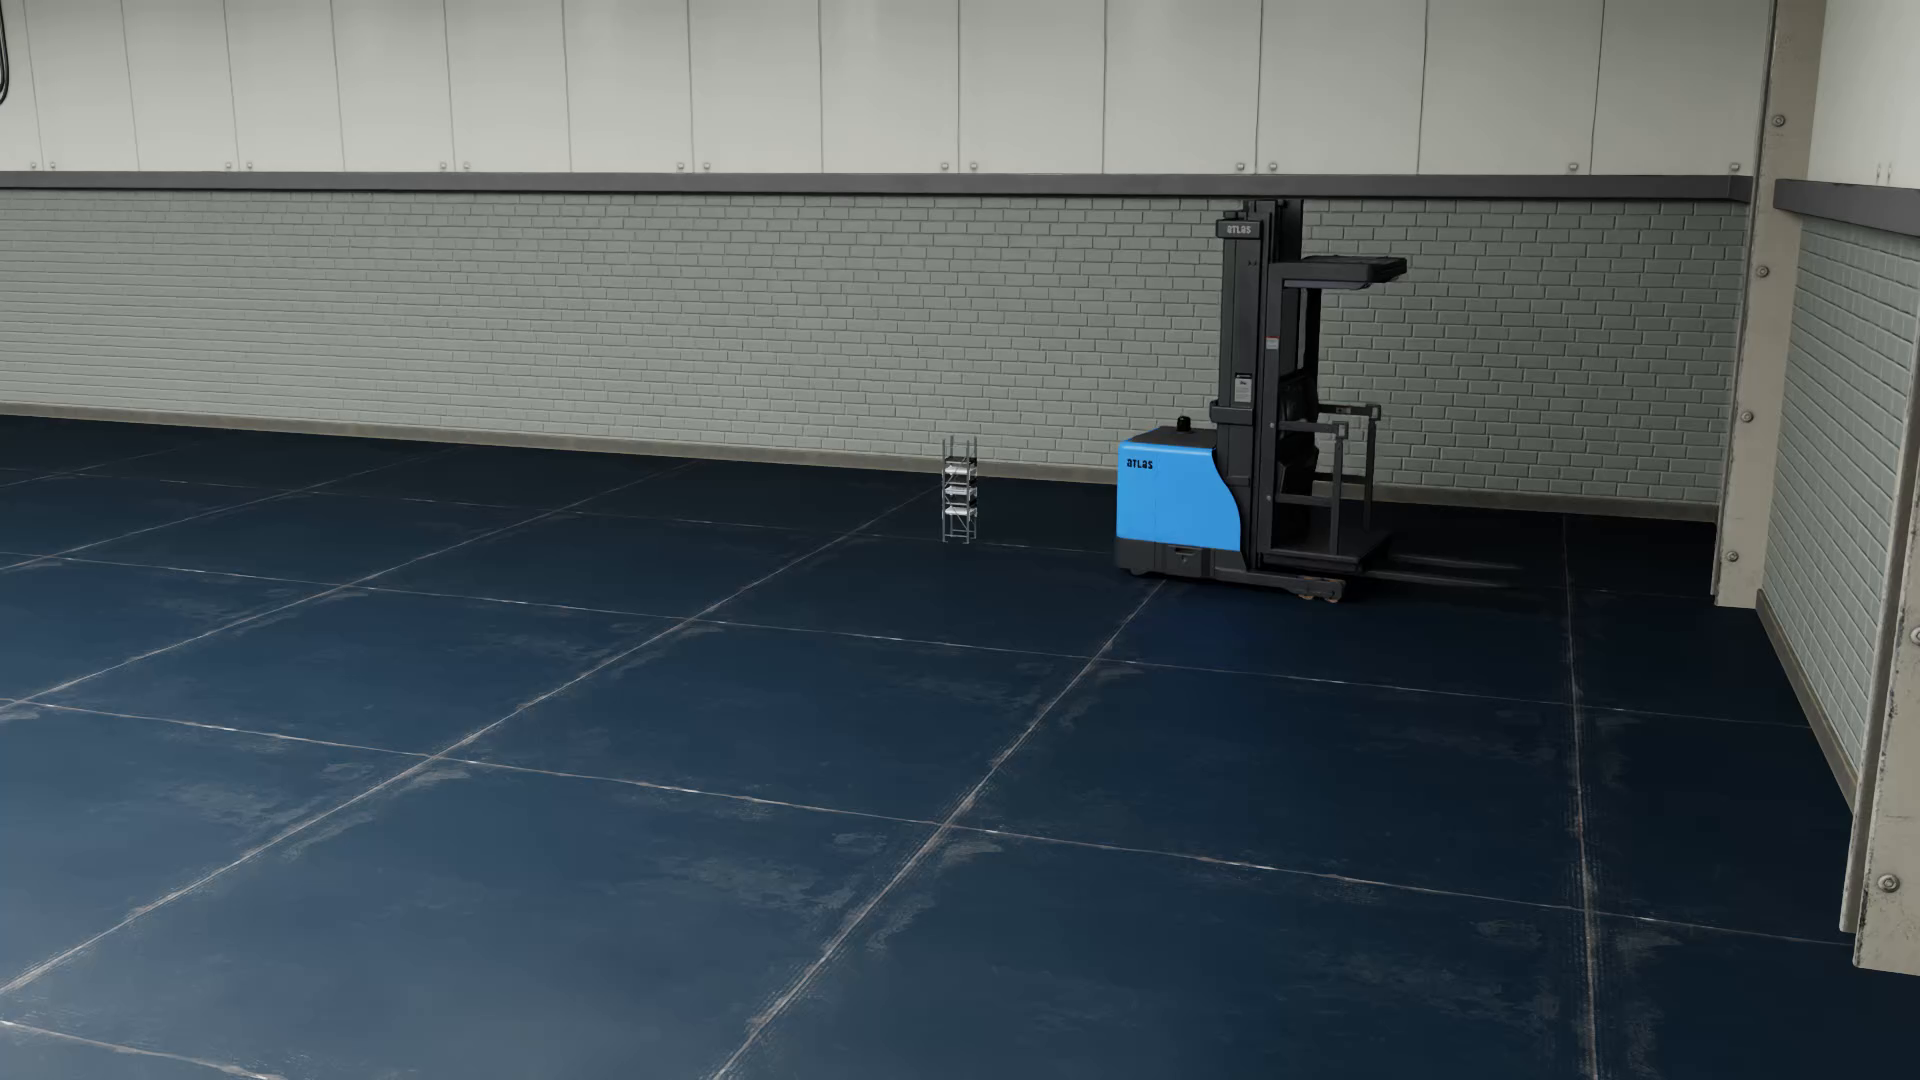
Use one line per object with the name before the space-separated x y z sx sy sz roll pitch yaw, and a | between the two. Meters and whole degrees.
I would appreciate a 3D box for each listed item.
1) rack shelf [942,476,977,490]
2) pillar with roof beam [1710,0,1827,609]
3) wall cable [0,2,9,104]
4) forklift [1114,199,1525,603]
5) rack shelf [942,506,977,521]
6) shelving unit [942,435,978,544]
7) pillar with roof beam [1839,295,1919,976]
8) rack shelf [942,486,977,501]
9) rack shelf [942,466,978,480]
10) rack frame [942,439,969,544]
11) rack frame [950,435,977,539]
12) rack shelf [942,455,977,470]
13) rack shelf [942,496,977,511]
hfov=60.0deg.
rack shelf | -0.003 -0.492 14.368 0.258 0.077 0.200 4 14 18
pillar with roof beam | 1.748 -4.241 12.846 9.100 9.000 0.400 4 14 18
wall cable | -12.802 -7.695 20.337 2.305 6.003 0.169 4 14 18
forklift | 2.777 -1.096 12.702 3.031 2.935 1.130 7 14 27
rack shelf | -0.003 -0.229 14.428 0.258 0.077 0.200 4 14 18
shelving unit | -0.003 -0.437 14.380 0.258 0.900 0.210 4 14 18
pillar with roof beam | -0.194 -2.978 7.311 9.100 9.000 0.400 4 14 18
rack shelf | -0.003 -0.405 14.388 0.258 0.077 0.200 4 14 18
rack shelf | -0.003 -0.580 14.348 0.258 0.077 0.200 4 14 18
rack frame | -0.036 -0.416 14.287 0.240 0.900 0.006 4 14 18
rack frame | 0.030 -0.458 14.474 0.240 0.900 0.006 4 14 18
rack shelf | -0.003 -0.668 14.328 0.258 0.077 0.200 4 14 18
rack shelf | -0.003 -0.317 14.408 0.258 0.077 0.200 4 14 18
